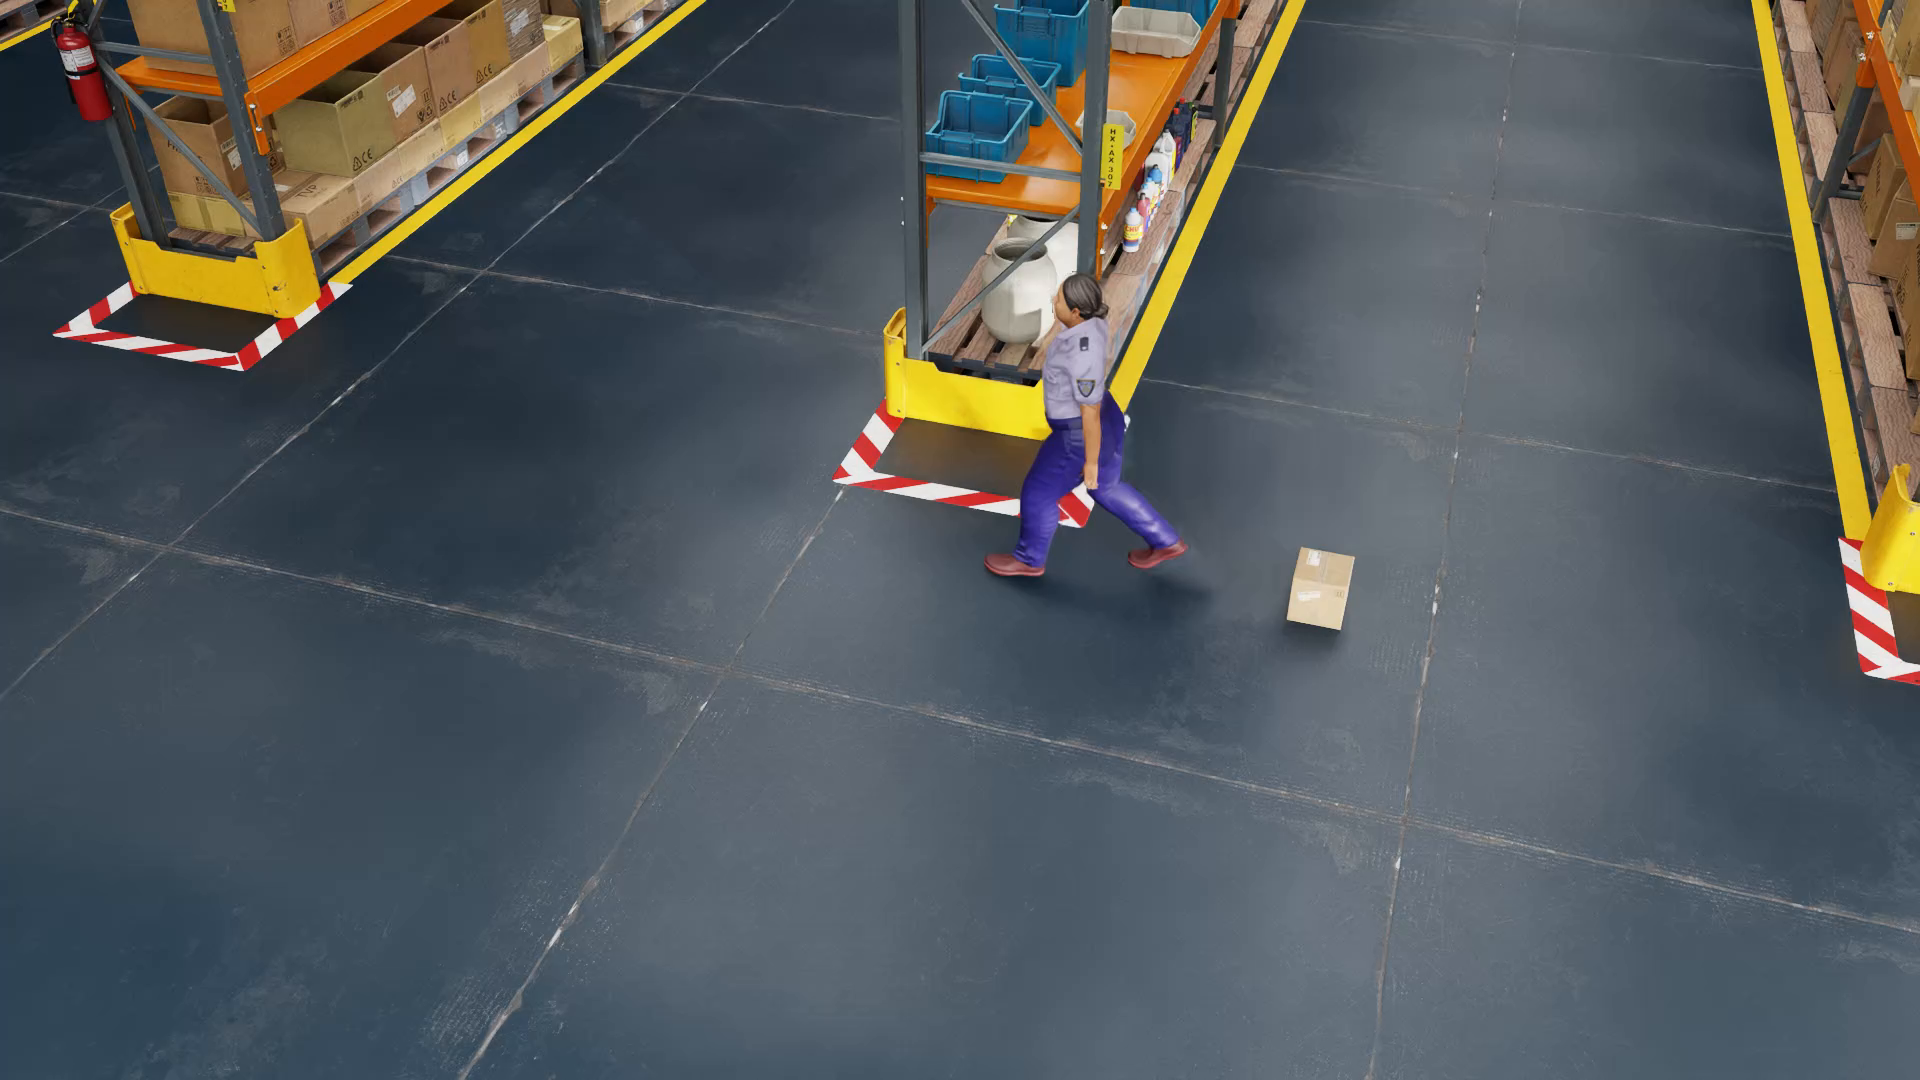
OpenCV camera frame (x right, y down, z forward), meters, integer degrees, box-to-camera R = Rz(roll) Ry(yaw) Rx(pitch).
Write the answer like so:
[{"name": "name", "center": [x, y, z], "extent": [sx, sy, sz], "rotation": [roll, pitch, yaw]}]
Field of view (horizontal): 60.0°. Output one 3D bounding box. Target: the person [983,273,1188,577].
[{"name": "person", "center": [0.603, -0.494, 7.556], "extent": [0.957, 1.598, 0.489], "rotation": [9, 38, 11]}]
